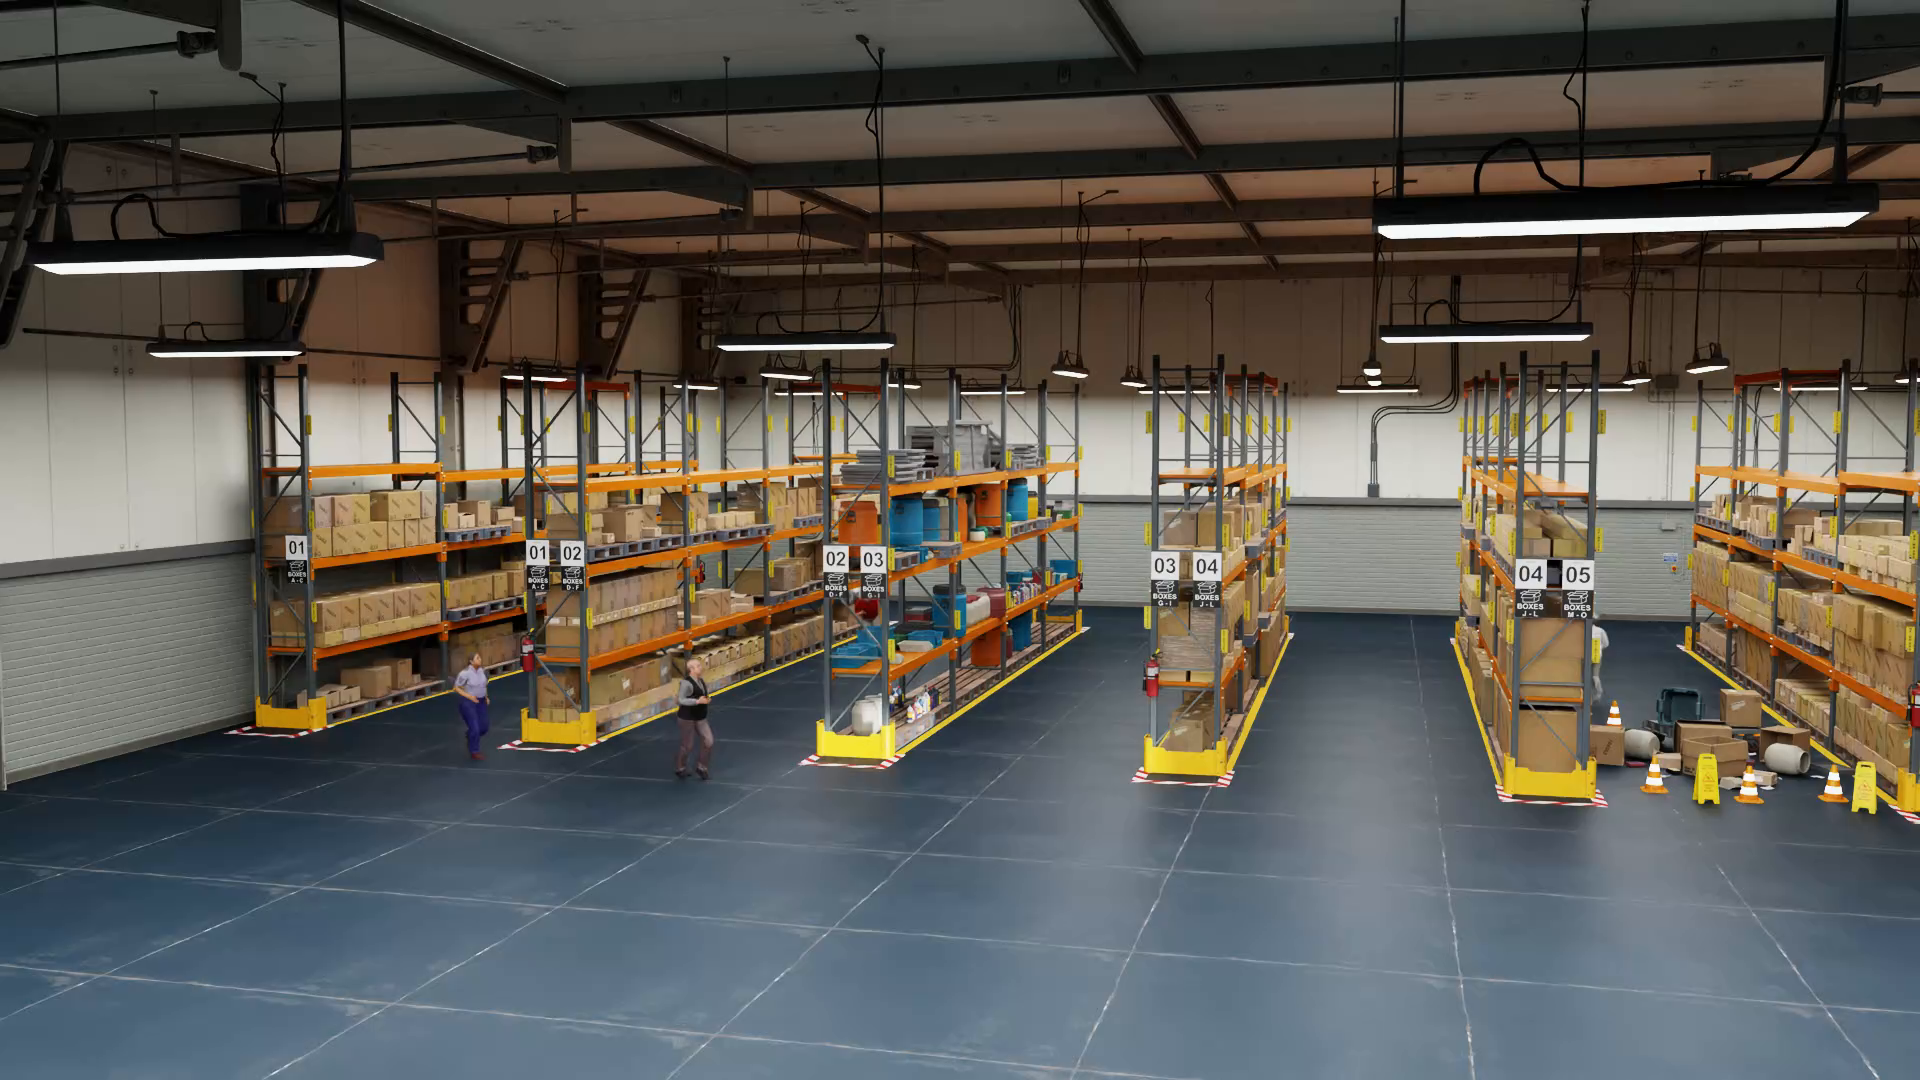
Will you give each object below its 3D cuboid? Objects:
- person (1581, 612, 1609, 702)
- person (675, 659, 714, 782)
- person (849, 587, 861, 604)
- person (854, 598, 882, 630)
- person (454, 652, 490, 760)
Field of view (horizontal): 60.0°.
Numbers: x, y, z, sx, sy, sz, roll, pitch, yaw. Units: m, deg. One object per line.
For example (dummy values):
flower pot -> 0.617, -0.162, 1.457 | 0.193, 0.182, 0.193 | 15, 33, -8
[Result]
person -> 11.406, 2.130, 29.981 | 0.609, 1.641, 0.717 | 1, 4, 8
person -> -3.740, 2.555, 23.290 | 0.749, 1.771, 0.608 | 3, 5, 34
person -> -2.653, 1.219, 42.878 | 1.160, 1.624, 0.738 | 3, 5, 40
person -> -1.908, 1.726, 35.332 | 0.684, 1.398, 1.023 | 0, 4, -5
person -> -7.325, 2.495, 24.963 | 0.568, 1.613, 0.598 | 2, 5, 31
